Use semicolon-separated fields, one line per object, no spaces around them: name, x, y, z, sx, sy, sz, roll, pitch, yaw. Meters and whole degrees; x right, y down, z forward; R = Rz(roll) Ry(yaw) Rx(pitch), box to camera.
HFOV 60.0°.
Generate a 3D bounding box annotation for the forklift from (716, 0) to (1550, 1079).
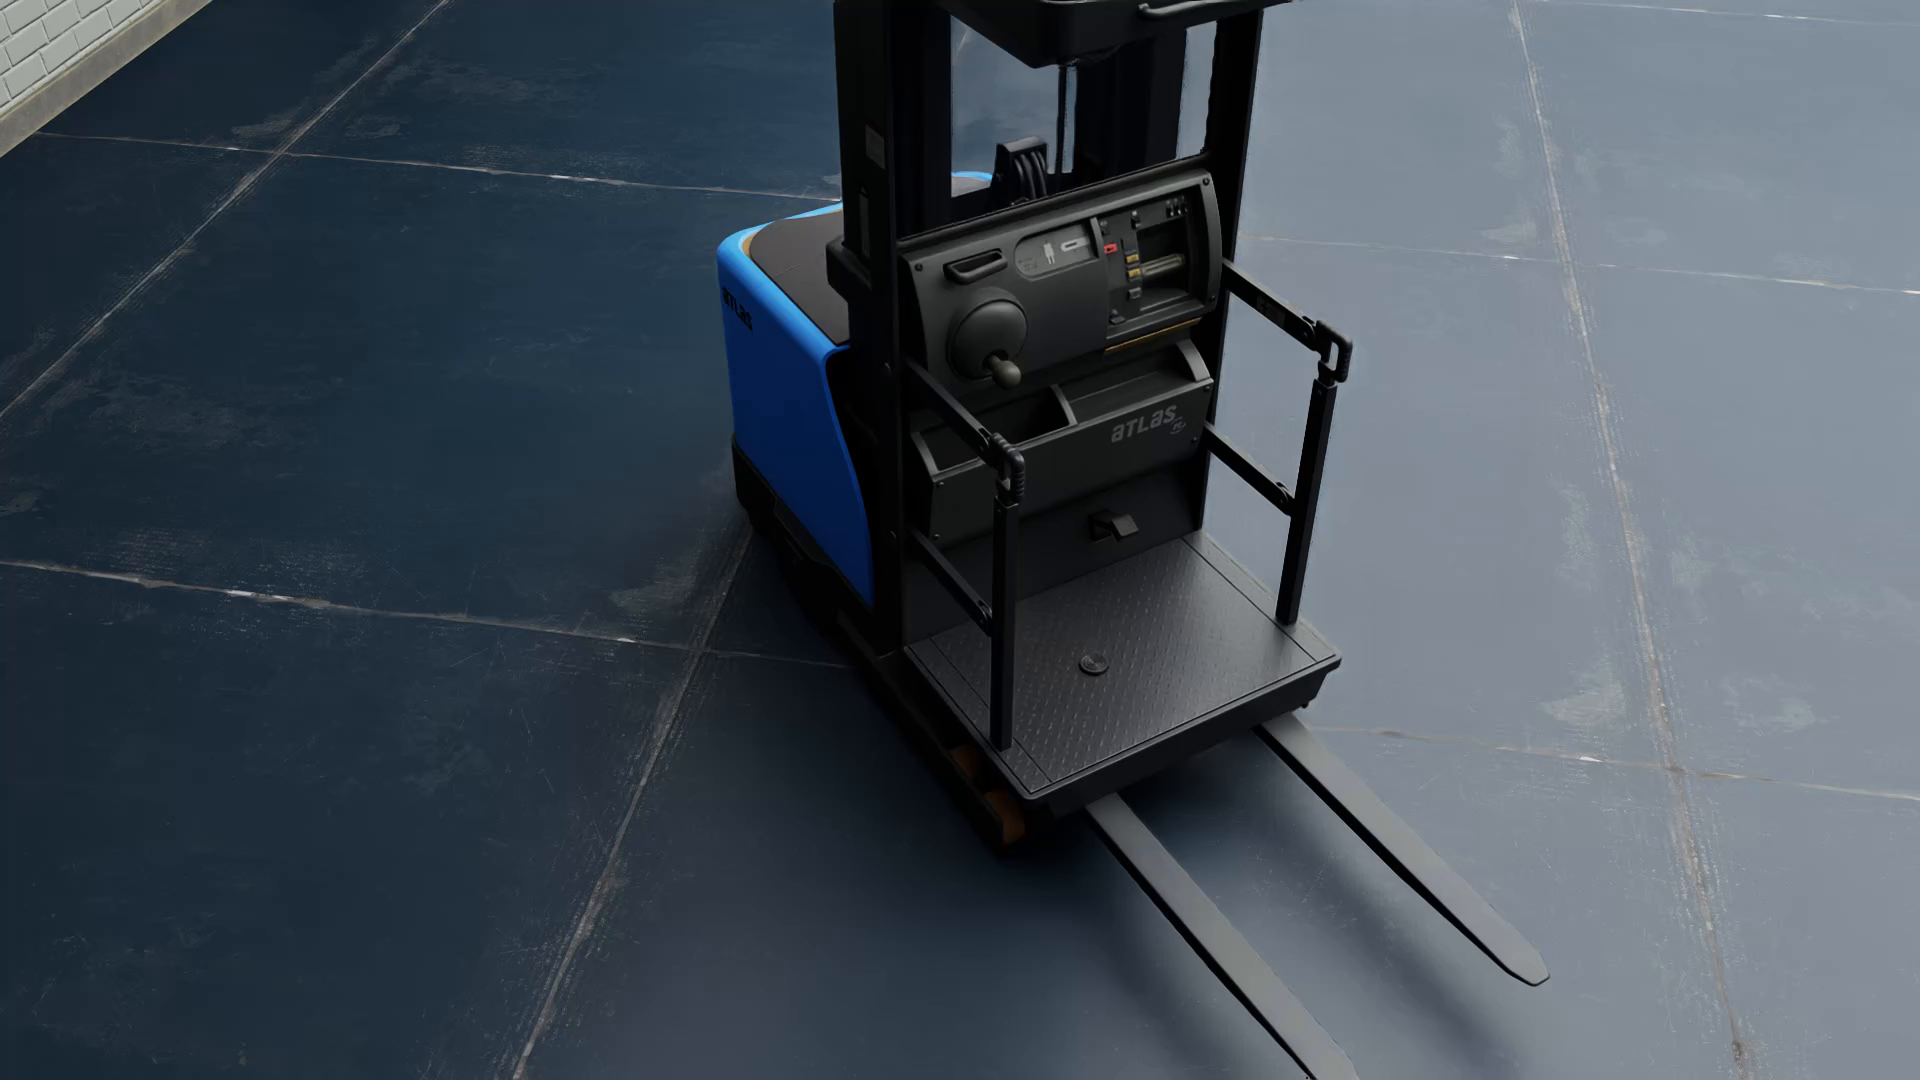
forklift;0.400;-0.605;4.181;1.130;2.935;3.031;-21;44;-23
